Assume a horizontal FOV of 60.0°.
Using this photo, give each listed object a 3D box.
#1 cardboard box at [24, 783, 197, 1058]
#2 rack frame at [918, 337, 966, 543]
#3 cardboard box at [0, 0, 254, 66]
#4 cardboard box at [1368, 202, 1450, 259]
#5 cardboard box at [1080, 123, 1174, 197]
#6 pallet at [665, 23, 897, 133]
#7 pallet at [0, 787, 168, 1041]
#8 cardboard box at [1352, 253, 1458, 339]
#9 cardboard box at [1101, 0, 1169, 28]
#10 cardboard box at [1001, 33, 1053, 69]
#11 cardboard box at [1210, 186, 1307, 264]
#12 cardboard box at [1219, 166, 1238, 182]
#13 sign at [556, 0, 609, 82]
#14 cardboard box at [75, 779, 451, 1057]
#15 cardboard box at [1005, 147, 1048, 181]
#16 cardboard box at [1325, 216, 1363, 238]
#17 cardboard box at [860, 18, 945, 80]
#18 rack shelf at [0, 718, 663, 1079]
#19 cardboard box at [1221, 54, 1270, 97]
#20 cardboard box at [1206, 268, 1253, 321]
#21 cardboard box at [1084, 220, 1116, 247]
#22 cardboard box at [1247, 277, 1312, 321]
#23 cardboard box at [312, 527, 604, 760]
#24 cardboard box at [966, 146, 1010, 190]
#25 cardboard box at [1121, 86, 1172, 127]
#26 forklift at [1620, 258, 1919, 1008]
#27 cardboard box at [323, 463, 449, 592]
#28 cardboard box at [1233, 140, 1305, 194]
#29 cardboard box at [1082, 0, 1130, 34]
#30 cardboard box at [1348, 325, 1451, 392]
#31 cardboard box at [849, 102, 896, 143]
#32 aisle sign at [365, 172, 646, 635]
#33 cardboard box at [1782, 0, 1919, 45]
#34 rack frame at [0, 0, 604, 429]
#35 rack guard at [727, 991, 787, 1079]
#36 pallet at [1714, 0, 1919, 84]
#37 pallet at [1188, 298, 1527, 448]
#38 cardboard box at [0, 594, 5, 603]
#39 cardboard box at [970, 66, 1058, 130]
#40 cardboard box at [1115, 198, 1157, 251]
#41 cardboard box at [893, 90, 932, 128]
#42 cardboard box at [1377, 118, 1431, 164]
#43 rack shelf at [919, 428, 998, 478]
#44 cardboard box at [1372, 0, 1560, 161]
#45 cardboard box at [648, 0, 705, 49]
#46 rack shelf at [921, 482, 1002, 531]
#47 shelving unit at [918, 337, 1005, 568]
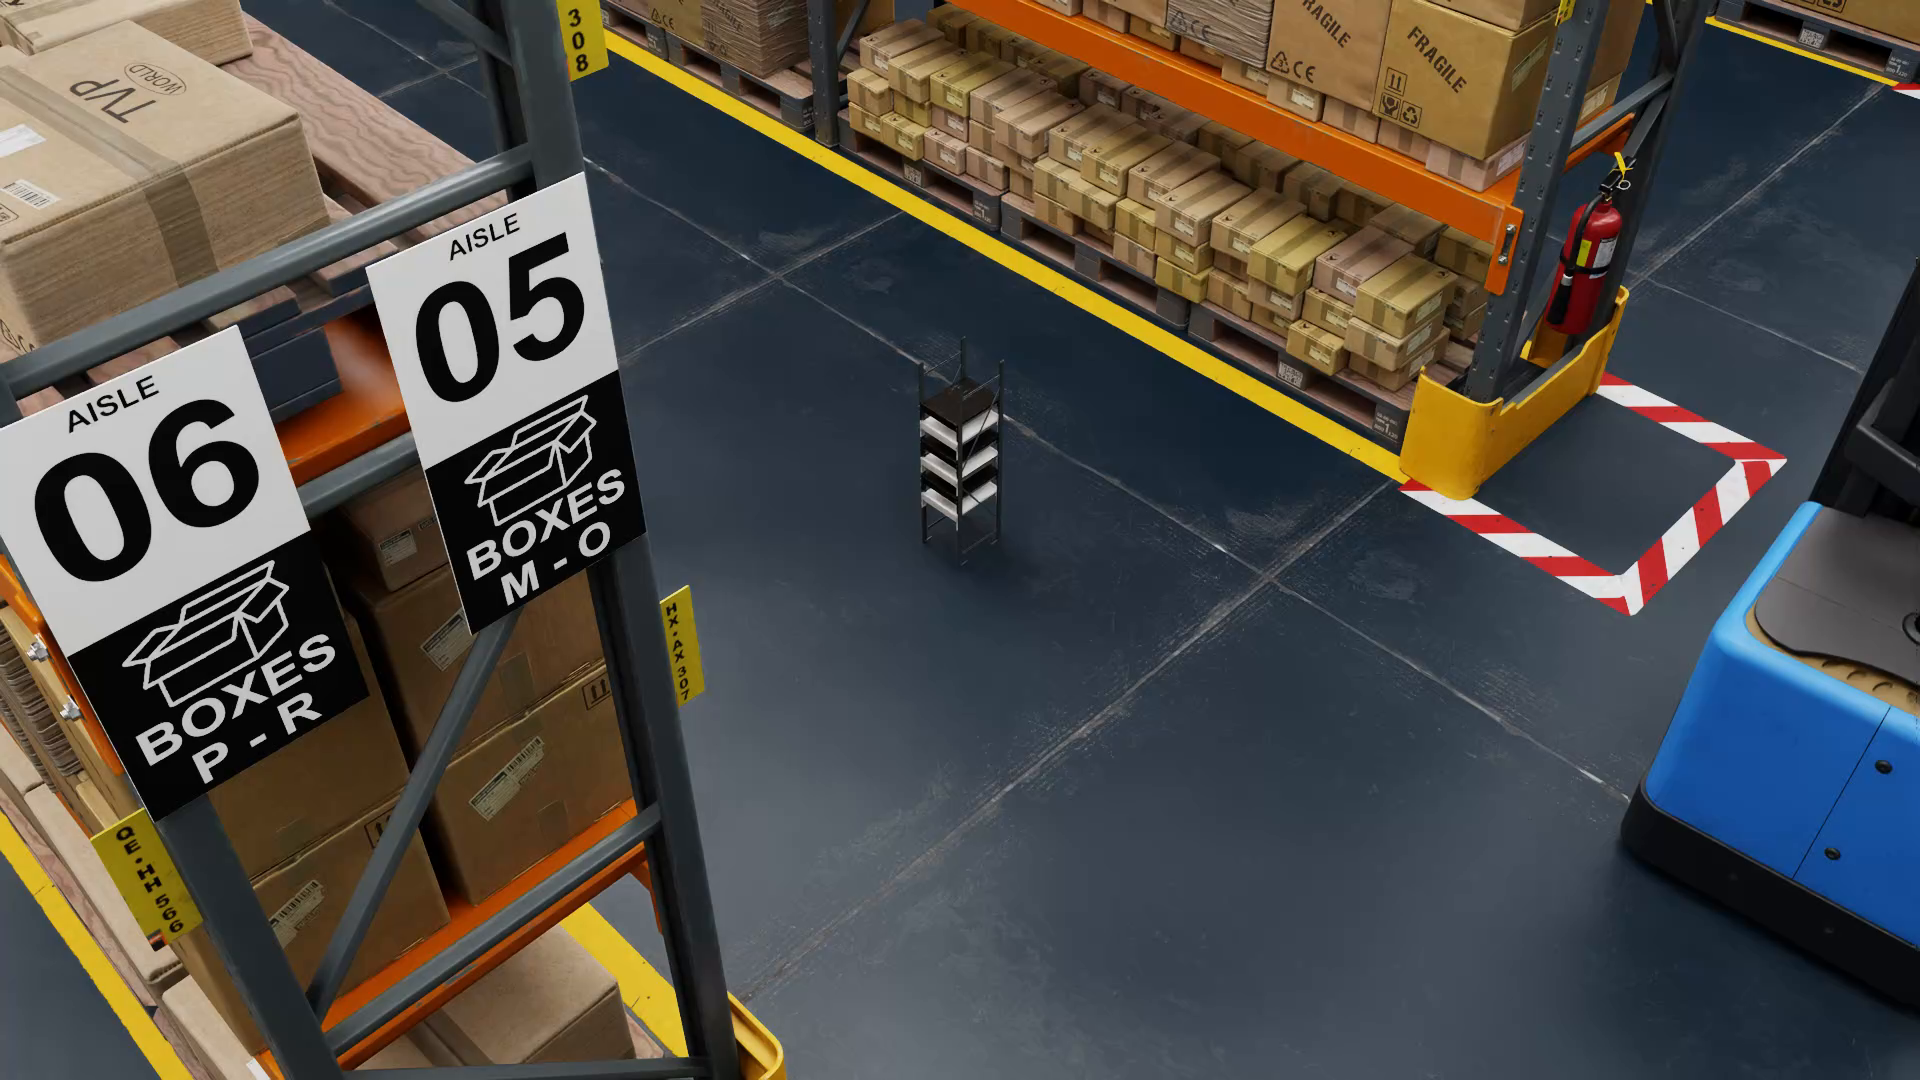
[{"bbox_3d":[-2.193,0.930,5.112,0.875,0.438,0.875,-33,52,-30],"label":"cardboard box"},{"bbox_3d":[-0.066,-0.375,6.493,0.240,0.900,0.006,-34,53,-31],"label":"rack frame"},{"bbox_3d":[-1.610,-0.985,3.198,0.380,0.149,0.250,-32,52,-30],"label":"cardboard box"},{"bbox_3d":[2.020,-1.388,7.394,0.380,0.149,0.250,-33,52,-31],"label":"cardboard box"},{"bbox_3d":[0.787,-1.792,7.832,0.380,0.149,0.250,-34,52,-31],"label":"cardboard box"},{"bbox_3d":[-0.946,-2.844,9.672,1.003,0.211,1.213,-34,53,-31],"label":"pallet"},{"bbox_3d":[-2.481,0.940,5.578,1.003,0.211,1.213,-34,53,-31],"label":"pallet"},{"bbox_3d":[1.876,-1.031,7.009,0.380,0.149,0.250,-33,52,-31],"label":"cardboard box"},{"bbox_3d":[0.860,-2.545,7.001,0.500,0.500,0.500,-31,51,-29],"label":"cardboard box"},{"bbox_3d":[0.430,-2.554,8.657,0.250,0.149,0.380,34,52,31],"label":"cardboard box"},{"bbox_3d":[1.329,-1.398,7.405,0.250,0.149,0.380,32,52,30],"label":"cardboard box"},{"bbox_3d":[1.272,-1.765,8.022,0.380,0.149,0.250,-31,51,-29],"label":"cardboard box"},{"bbox_3d":[-0.607,-0.867,2.565,0.100,0.325,0.005,-34,53,-31],"label":"sign"},{"bbox_3d":[-1.532,0.707,3.701,0.500,0.500,0.500,-34,52,-31],"label":"cardboard box"},{"bbox_3d":[0.440,-1.931,8.201,0.380,0.149,0.250,-32,51,-30],"label":"cardboard box"},{"bbox_3d":[1.852,-1.398,7.624,0.380,0.149,0.250,-33,52,-31],"label":"cardboard box"},{"bbox_3d":[-0.299,-2.555,8.658,0.380,0.149,0.250,-32,51,-30],"label":"cardboard box"},{"bbox_3d":[-2.416,0.152,4.906,1.077,0.370,4.000,-34,53,-31],"label":"rack shelf"},{"bbox_3d":[1.300,-2.004,6.894,0.250,0.149,0.380,32,51,30],"label":"cardboard box"},{"bbox_3d":[1.348,-1.188,7.617,0.380,0.149,0.250,-34,52,-31],"label":"cardboard box"},{"bbox_3d":[0.819,-1.579,8.040,0.380,0.149,0.250,-33,52,-30],"label":"cardboard box"},{"bbox_3d":[1.486,-1.155,7.361,0.250,0.149,0.380,32,52,30],"label":"cardboard box"},{"bbox_3d":[-1.141,0.077,3.646,0.500,0.500,0.500,33,52,31],"label":"cardboard box"},{"bbox_3d":[0.249,-1.952,8.444,0.250,0.149,0.380,33,52,31],"label":"cardboard box"},{"bbox_3d":[1.013,-2.183,8.255,0.250,0.149,0.380,32,52,30],"label":"cardboard box"},{"bbox_3d":[3.552,-0.572,5.209,1.130,2.935,3.031,30,50,28],"label":"forklift"},{"bbox_3d":[-1.059,-0.097,3.356,0.380,0.149,0.250,-33,52,-30],"label":"cardboard box"},{"bbox_3d":[1.510,-1.787,7.827,0.380,0.149,0.250,-32,51,-30],"label":"cardboard box"},{"bbox_3d":[0.760,-2.393,7.315,0.380,0.149,0.250,-32,52,-30],"label":"cardboard box"},{"bbox_3d":[1.910,-0.833,7.232,0.380,0.149,0.250,-33,52,-31],"label":"cardboard box"},{"bbox_3d":[-0.366,-2.273,8.791,0.250,0.149,0.380,32,51,30],"label":"cardboard box"},{"bbox_3d":[-0.748,-0.211,2.852,0.394,0.787,0.004,-34,53,-31],"label":"aisle sign"},{"bbox_3d":[5.504,-3.544,9.632,0.875,0.875,0.875,-34,53,-31],"label":"cardboard box"},{"bbox_3d":[-1.004,-1.355,1.586,1.000,3.000,0.127,-34,53,-31],"label":"rack frame"},{"bbox_3d":[-0.987,1.778,4.458,1.175,0.500,0.348,-34,53,-31],"label":"rack guard"},{"bbox_3d":[5.392,-3.224,10.083,1.003,0.211,1.213,-34,53,-31],"label":"pallet"},{"bbox_3d":[1.827,-0.992,7.668,1.003,0.211,1.213,-34,53,-31],"label":"pallet"},{"bbox_3d":[-1.837,-0.064,3.321,0.250,0.149,0.380,34,52,31],"label":"cardboard box"},{"bbox_3d":[0.268,-2.182,8.254,0.250,0.149,0.380,33,52,30],"label":"cardboard box"},{"bbox_3d":[0.944,-1.529,7.767,0.380,0.149,0.250,-31,51,-29],"label":"cardboard box"},{"bbox_3d":[-0.124,-2.305,8.606,0.380,0.149,0.250,-34,52,-31],"label":"cardboard box"},{"bbox_3d":[1.850,-1.639,6.499,0.250,0.149,0.380,34,53,31],"label":"cardboard box"},{"bbox_3d":[0.006,-0.368,6.402,0.258,0.077,0.200,-34,53,-31],"label":"rack shelf"},{"bbox_3d":[1.930,-1.811,6.207,0.500,0.500,0.500,-33,52,-31],"label":"cardboard box"},{"bbox_3d":[-1.458,-3.212,9.549,0.500,0.500,0.500,33,52,30],"label":"cardboard box"},{"bbox_3d":[0.006,-0.170,6.585,0.258,0.077,0.200,-34,53,-31],"label":"rack shelf"},{"bbox_3d":[0.006,-0.327,6.440,0.258,0.900,0.210,-34,53,-31],"label":"shelving unit"}]
